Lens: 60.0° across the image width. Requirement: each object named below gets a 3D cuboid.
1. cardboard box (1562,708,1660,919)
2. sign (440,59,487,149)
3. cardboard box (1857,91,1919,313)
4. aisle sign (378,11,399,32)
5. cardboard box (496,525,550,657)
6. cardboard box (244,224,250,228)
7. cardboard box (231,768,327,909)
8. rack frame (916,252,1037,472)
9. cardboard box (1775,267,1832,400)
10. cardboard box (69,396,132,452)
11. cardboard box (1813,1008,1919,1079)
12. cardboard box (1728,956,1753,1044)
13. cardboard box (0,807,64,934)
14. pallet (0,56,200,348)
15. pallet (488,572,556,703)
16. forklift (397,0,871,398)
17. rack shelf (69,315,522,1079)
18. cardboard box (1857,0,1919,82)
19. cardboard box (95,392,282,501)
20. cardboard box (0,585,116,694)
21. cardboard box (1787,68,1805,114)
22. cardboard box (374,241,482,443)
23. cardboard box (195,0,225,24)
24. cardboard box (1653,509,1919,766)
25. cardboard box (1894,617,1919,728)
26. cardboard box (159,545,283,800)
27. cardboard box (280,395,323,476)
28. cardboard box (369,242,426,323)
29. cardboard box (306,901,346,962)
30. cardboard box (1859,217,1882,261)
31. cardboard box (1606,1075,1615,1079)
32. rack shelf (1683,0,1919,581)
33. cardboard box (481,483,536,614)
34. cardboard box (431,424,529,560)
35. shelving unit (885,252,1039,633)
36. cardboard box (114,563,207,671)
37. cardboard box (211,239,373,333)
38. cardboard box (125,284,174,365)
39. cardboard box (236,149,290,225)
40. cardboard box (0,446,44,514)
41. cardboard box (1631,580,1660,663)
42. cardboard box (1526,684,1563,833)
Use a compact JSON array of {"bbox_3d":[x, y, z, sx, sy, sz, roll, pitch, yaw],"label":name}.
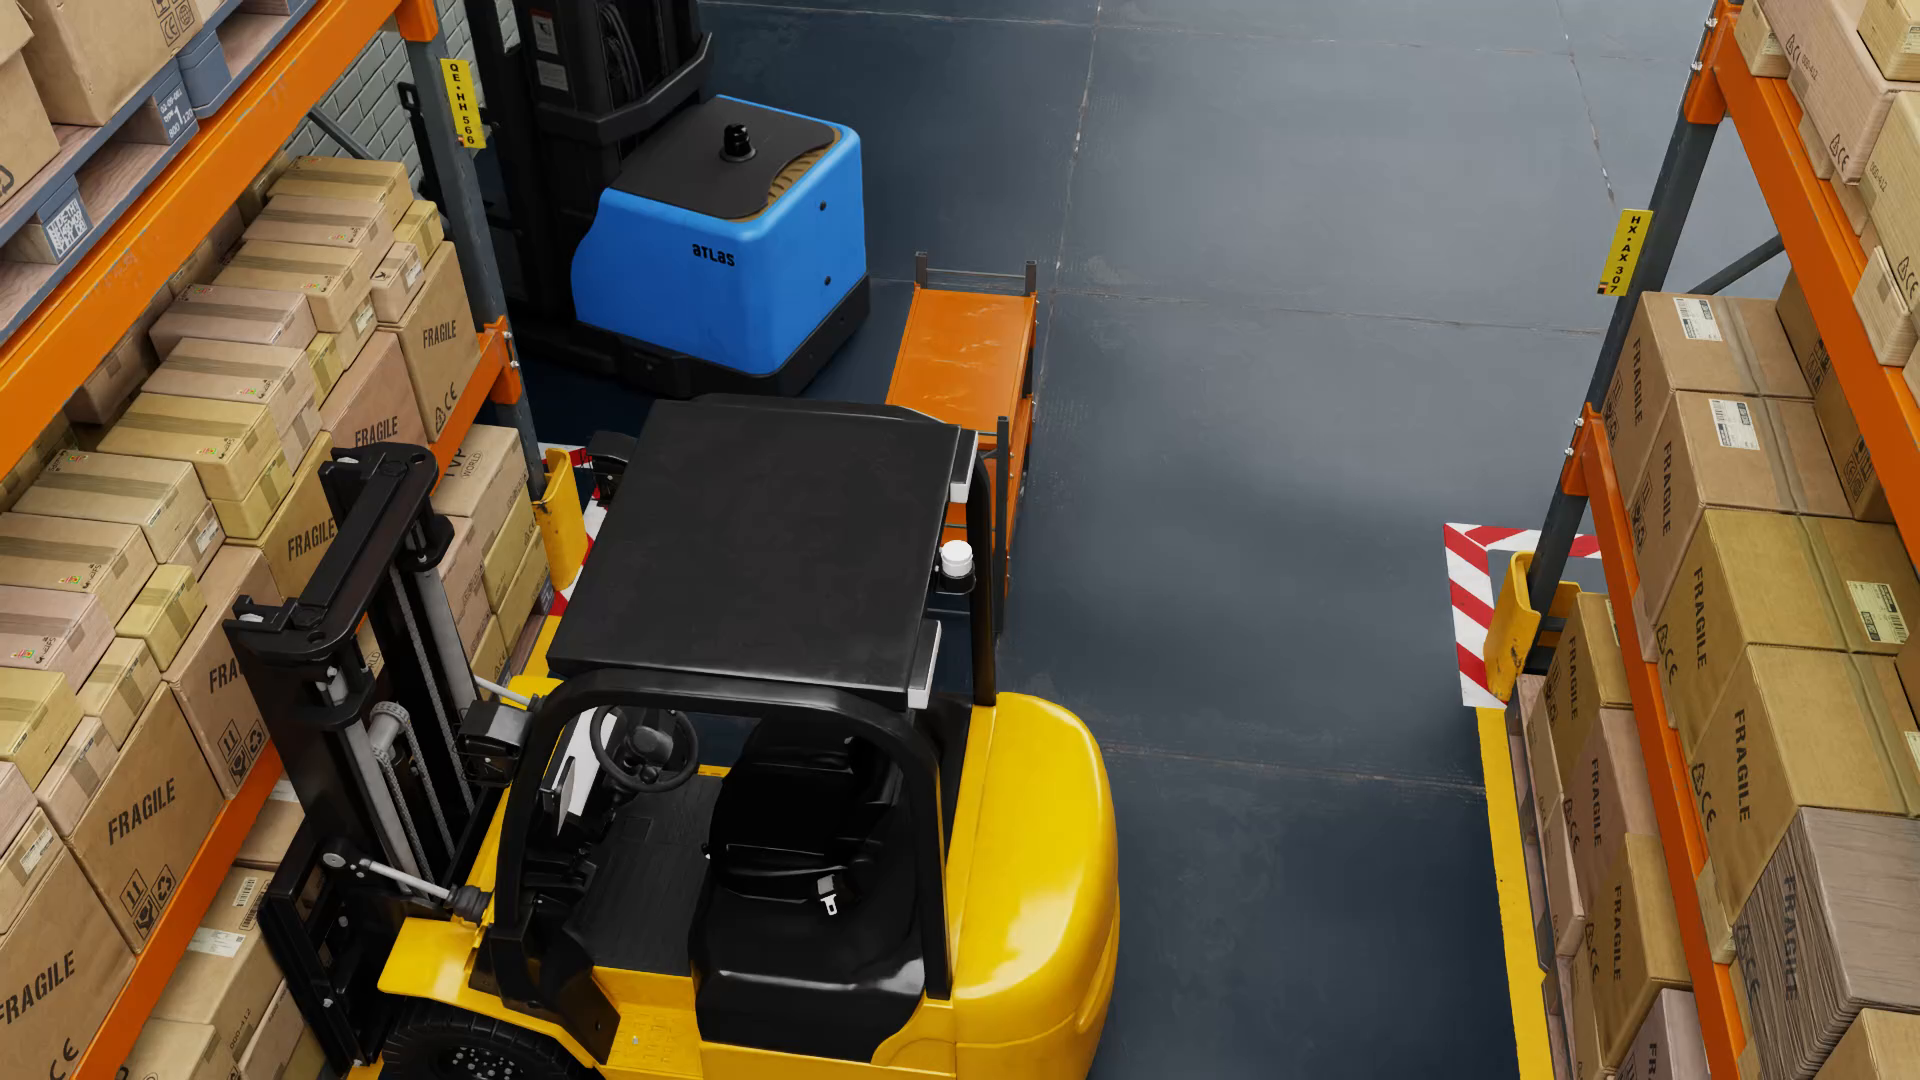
[{"bbox_3d":[2.261,0.900,5.267,0.500,0.500,0.500,4,44,4],"label":"cardboard box"},{"bbox_3d":[-1.675,-1.468,5.604,0.100,0.325,0.005,5,44,6],"label":"sign"},{"bbox_3d":[2.259,-0.699,3.518,0.500,0.250,0.500,6,44,7],"label":"cardboard box"},{"bbox_3d":[-1.911,-1.982,5.271,0.394,0.787,0.004,5,44,6],"label":"aisle sign"},{"bbox_3d":[-1.960,0.175,6.578,0.500,0.250,0.500,6,44,6],"label":"cardboard box"},{"bbox_3d":[-2.513,-1.085,5.669,0.380,0.149,0.250,4,44,4],"label":"cardboard box"},{"bbox_3d":[-2.156,0.843,5.145,0.500,0.250,0.500,4,44,5],"label":"cardboard box"},{"bbox_3d":[0.066,-0.750,7.224,0.500,1.125,0.032,5,44,6],"label":"rack frame"},{"bbox_3d":[2.858,-0.711,4.803,0.700,0.500,0.500,4,44,4],"label":"cardboard box"},{"bbox_3d":[-2.721,-0.398,4.944,0.380,0.149,0.250,6,44,6],"label":"cardboard box"},{"bbox_3d":[2.054,1.333,3.371,0.500,0.500,0.500,7,44,7],"label":"cardboard box"},{"bbox_3d":[2.115,1.135,4.053,0.380,0.149,0.250,5,44,5],"label":"cardboard box"},{"bbox_3d":[-2.292,0.722,3.761,0.380,0.149,0.250,6,44,6],"label":"cardboard box"},{"bbox_3d":[-2.489,-0.764,3.758,1.003,0.211,1.213,5,44,6],"label":"pallet"},{"bbox_3d":[-2.271,0.517,6.550,1.003,0.211,1.213,5,44,6],"label":"pallet"},{"bbox_3d":[-2.004,-2.334,7.583,3.031,2.935,1.130,18,46,18],"label":"forklift"},{"bbox_3d":[-2.476,0.604,4.954,1.077,0.370,4.000,5,44,6],"label":"rack shelf"},{"bbox_3d":[2.241,-1.133,3.686,0.380,0.149,0.250,5,44,5],"label":"cardboard box"},{"bbox_3d":[-2.119,-0.258,4.580,0.380,0.149,0.250,6,44,6],"label":"cardboard box"},{"bbox_3d":[-2.312,0.251,4.043,0.380,0.149,0.250,5,44,5],"label":"cardboard box"},{"bbox_3d":[2.398,-1.186,4.322,0.380,0.149,0.250,4,44,4],"label":"cardboard box"},{"bbox_3d":[-2.016,-0.697,5.732,0.500,0.500,0.500,4,44,5],"label":"cardboard box"},{"bbox_3d":[-2.053,-1.484,4.174,0.396,0.266,0.258,5,44,6],"label":"cardboard box"},{"bbox_3d":[2.240,0.282,4.481,0.500,0.500,0.500,4,44,5],"label":"cardboard box"},{"bbox_3d":[2.615,0.317,3.717,0.700,0.500,0.500,5,44,5],"label":"cardboard box"},{"bbox_3d":[-2.217,0.348,4.628,0.500,0.500,0.500,6,44,6],"label":"cardboard box"},{"bbox_3d":[-2.111,-0.328,4.870,0.380,0.149,0.250,4,44,4],"label":"cardboard box"},{"bbox_3d":[-1.984,-0.853,5.425,0.380,0.149,0.250,6,44,6],"label":"cardboard box"},{"bbox_3d":[-2.160,1.040,5.301,0.500,0.250,0.500,5,44,5],"label":"cardboard box"},{"bbox_3d":[2.289,-0.656,3.763,0.380,0.149,0.250,4,44,4],"label":"cardboard box"},{"bbox_3d":[2.125,1.863,4.795,0.500,0.250,0.500,6,44,6],"label":"cardboard box"},{"bbox_3d":[2.445,-0.037,3.449,1.077,0.370,4.000,5,44,6],"label":"rack shelf"},{"bbox_3d":[-1.966,0.004,6.395,0.500,0.250,0.500,5,44,5],"label":"cardboard box"},{"bbox_3d":[-1.963,-0.195,6.242,0.500,0.250,0.500,7,44,7],"label":"cardboard box"},{"bbox_3d":[-0.001,-0.404,6.858,0.538,1.125,1.048,5,44,6],"label":"shelving unit"},{"bbox_3d":[-2.213,0.189,4.325,0.380,0.149,0.250,4,44,5],"label":"cardboard box"},{"bbox_3d":[-2.059,-0.785,5.137,0.380,0.149,0.250,6,44,6],"label":"cardboard box"},{"bbox_3d":[-2.604,-0.667,5.012,0.380,0.149,0.250,5,44,6],"label":"cardboard box"},{"bbox_3d":[-2.467,-1.191,5.565,0.380,0.149,0.250,4,44,5],"label":"cardboard box"},{"bbox_3d":[-2.700,-0.139,4.454,0.380,0.149,0.250,5,44,6],"label":"cardboard box"},{"bbox_3d":[2.245,0.248,4.989,0.380,0.149,0.250,6,44,6],"label":"cardboard box"},{"bbox_3d":[2.329,0.799,5.919,0.500,0.250,0.500,5,44,5],"label":"cardboard box"}]
